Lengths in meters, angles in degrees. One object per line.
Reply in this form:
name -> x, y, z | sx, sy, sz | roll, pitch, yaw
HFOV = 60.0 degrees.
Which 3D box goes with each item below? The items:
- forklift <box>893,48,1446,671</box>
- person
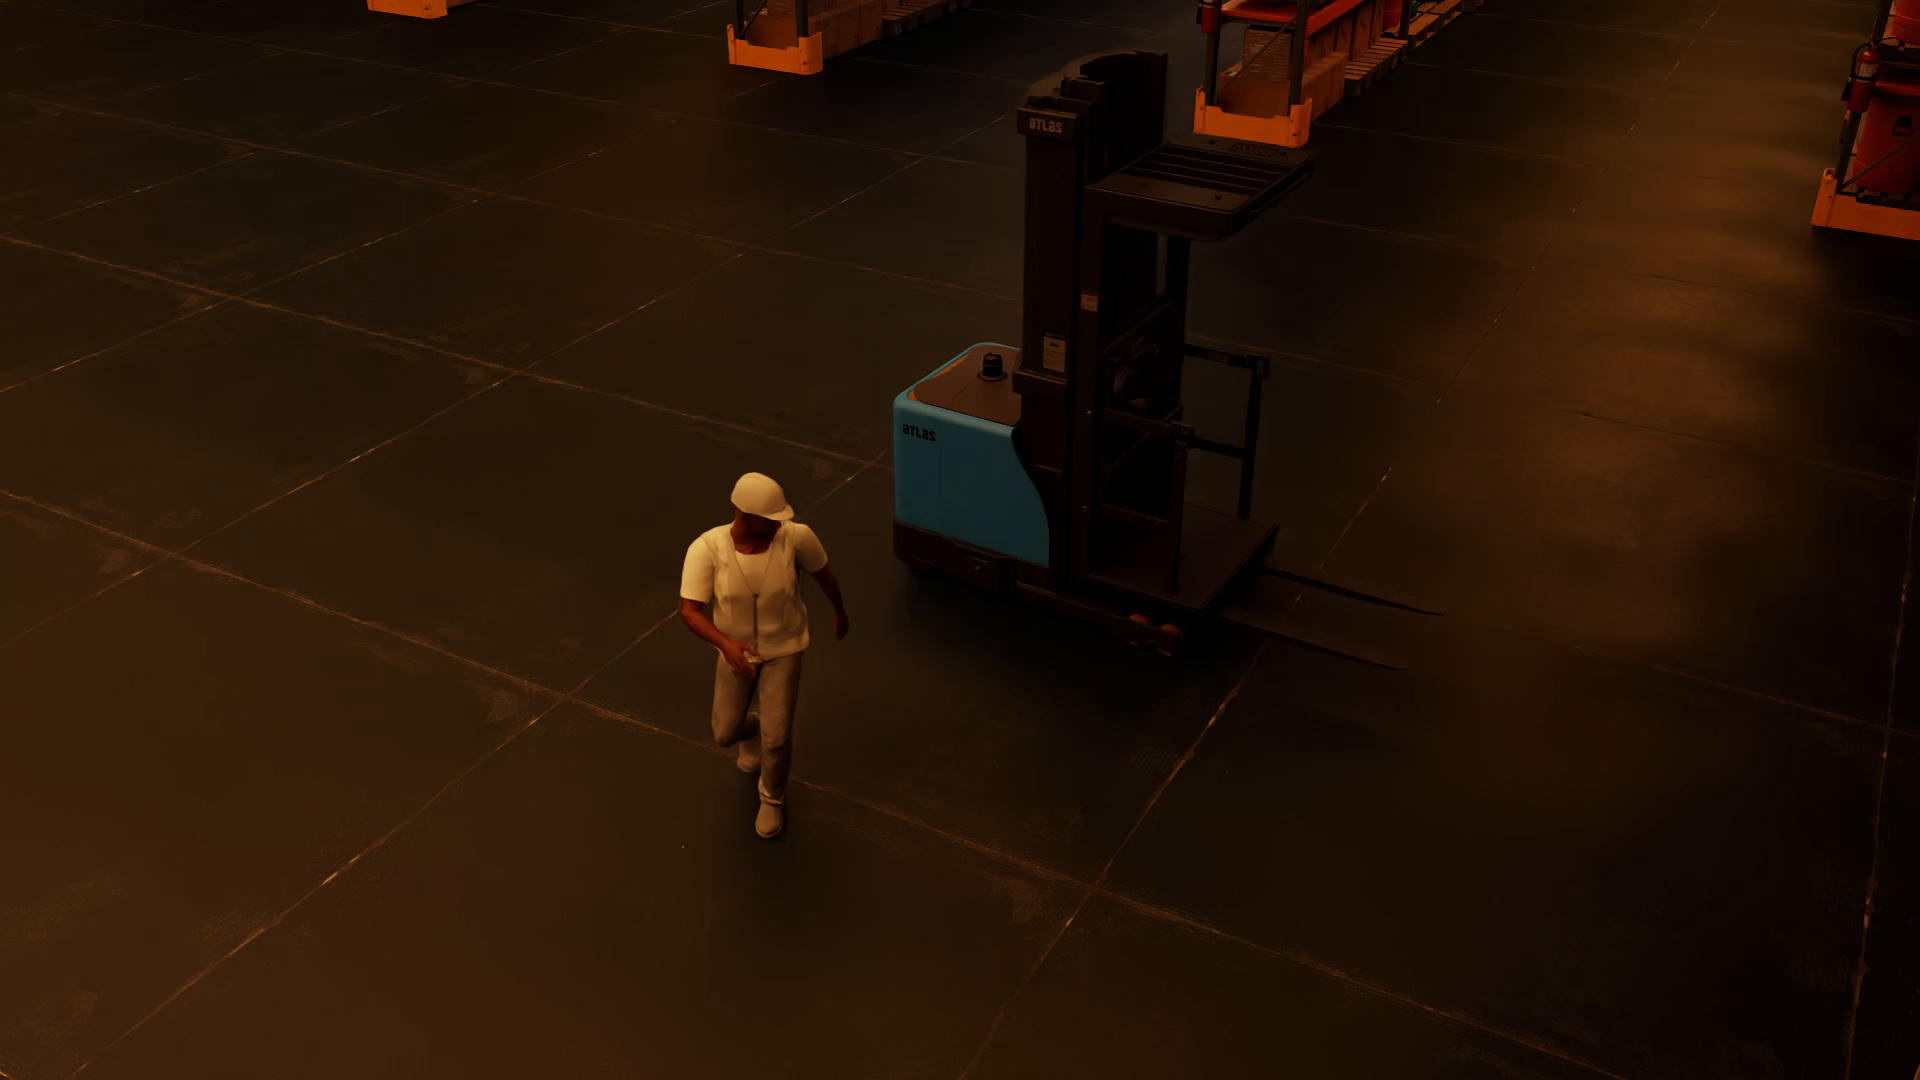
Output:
forklift -> 1.139, -0.953, 8.721 | 3.031, 2.935, 1.130 | 17, 34, 27
person -> -0.879, 0.469, 7.501 | 0.694, 1.701, 0.708 | 2, 30, 3
